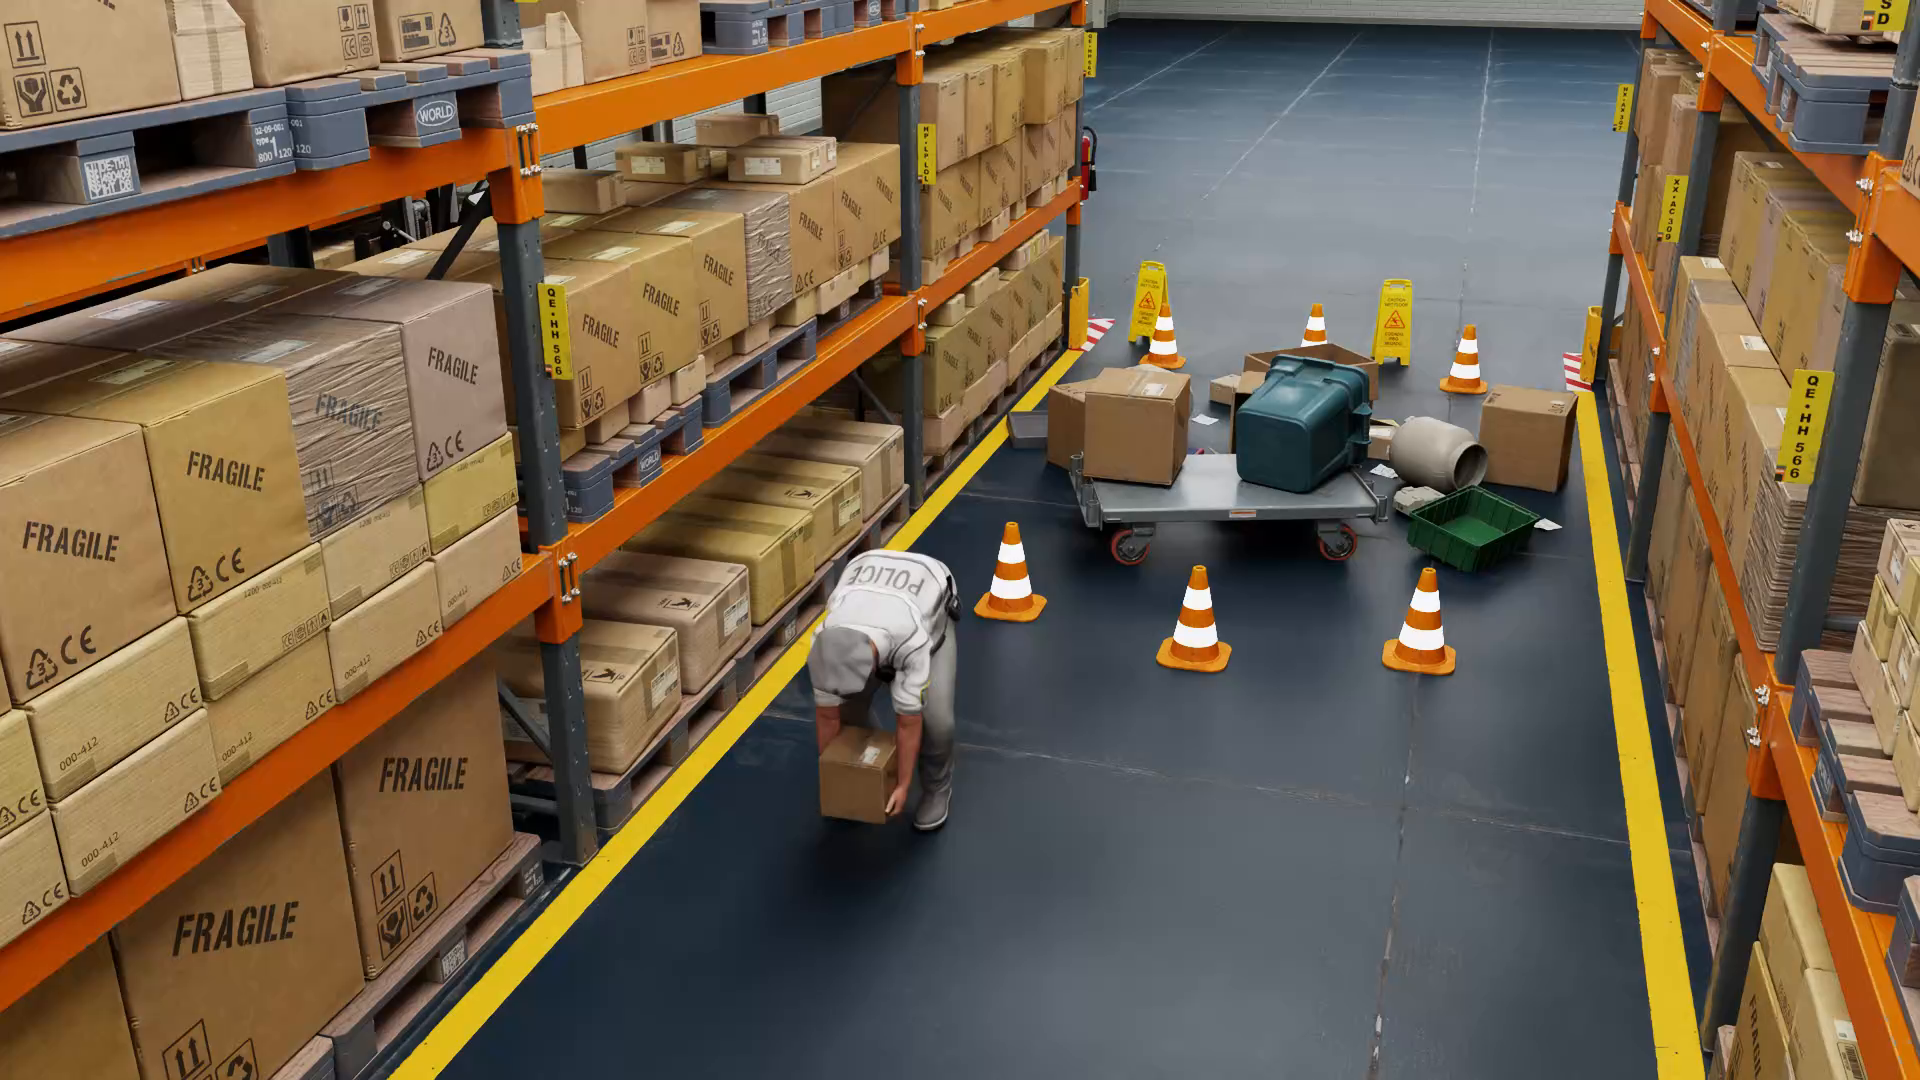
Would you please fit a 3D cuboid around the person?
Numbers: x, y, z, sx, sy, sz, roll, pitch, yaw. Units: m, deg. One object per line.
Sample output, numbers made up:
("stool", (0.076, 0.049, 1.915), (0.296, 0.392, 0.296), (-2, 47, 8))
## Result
("person", (-0.305, 0.652, 6.327), (0.504, 1.102, 1.046), (6, 22, 14))
